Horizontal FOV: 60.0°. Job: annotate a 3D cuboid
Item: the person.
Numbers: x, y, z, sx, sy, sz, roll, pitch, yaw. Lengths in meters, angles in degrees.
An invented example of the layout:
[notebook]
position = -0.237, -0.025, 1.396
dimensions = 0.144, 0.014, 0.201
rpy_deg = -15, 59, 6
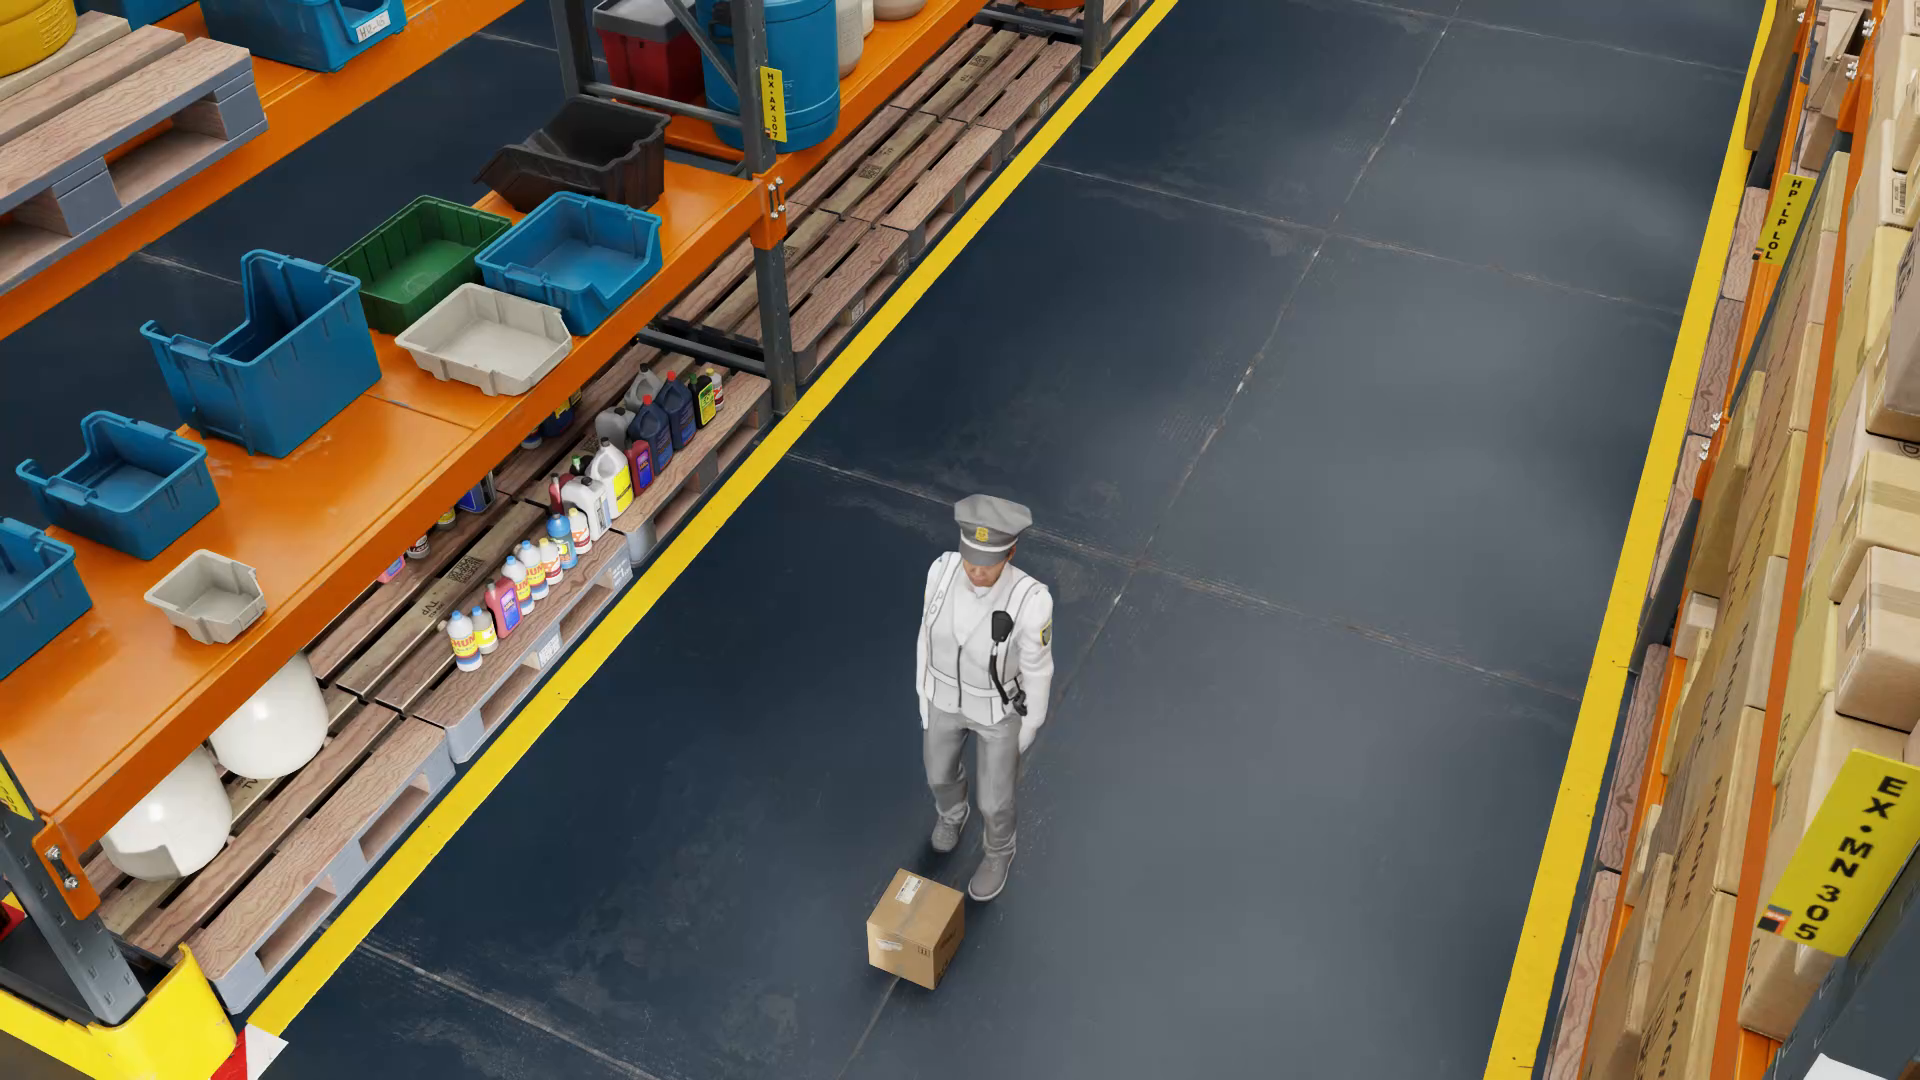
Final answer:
[person]
position = 0.065, 0.562, 5.577
dimensions = 0.473, 1.723, 0.380
rpy_deg = 19, 45, 19
